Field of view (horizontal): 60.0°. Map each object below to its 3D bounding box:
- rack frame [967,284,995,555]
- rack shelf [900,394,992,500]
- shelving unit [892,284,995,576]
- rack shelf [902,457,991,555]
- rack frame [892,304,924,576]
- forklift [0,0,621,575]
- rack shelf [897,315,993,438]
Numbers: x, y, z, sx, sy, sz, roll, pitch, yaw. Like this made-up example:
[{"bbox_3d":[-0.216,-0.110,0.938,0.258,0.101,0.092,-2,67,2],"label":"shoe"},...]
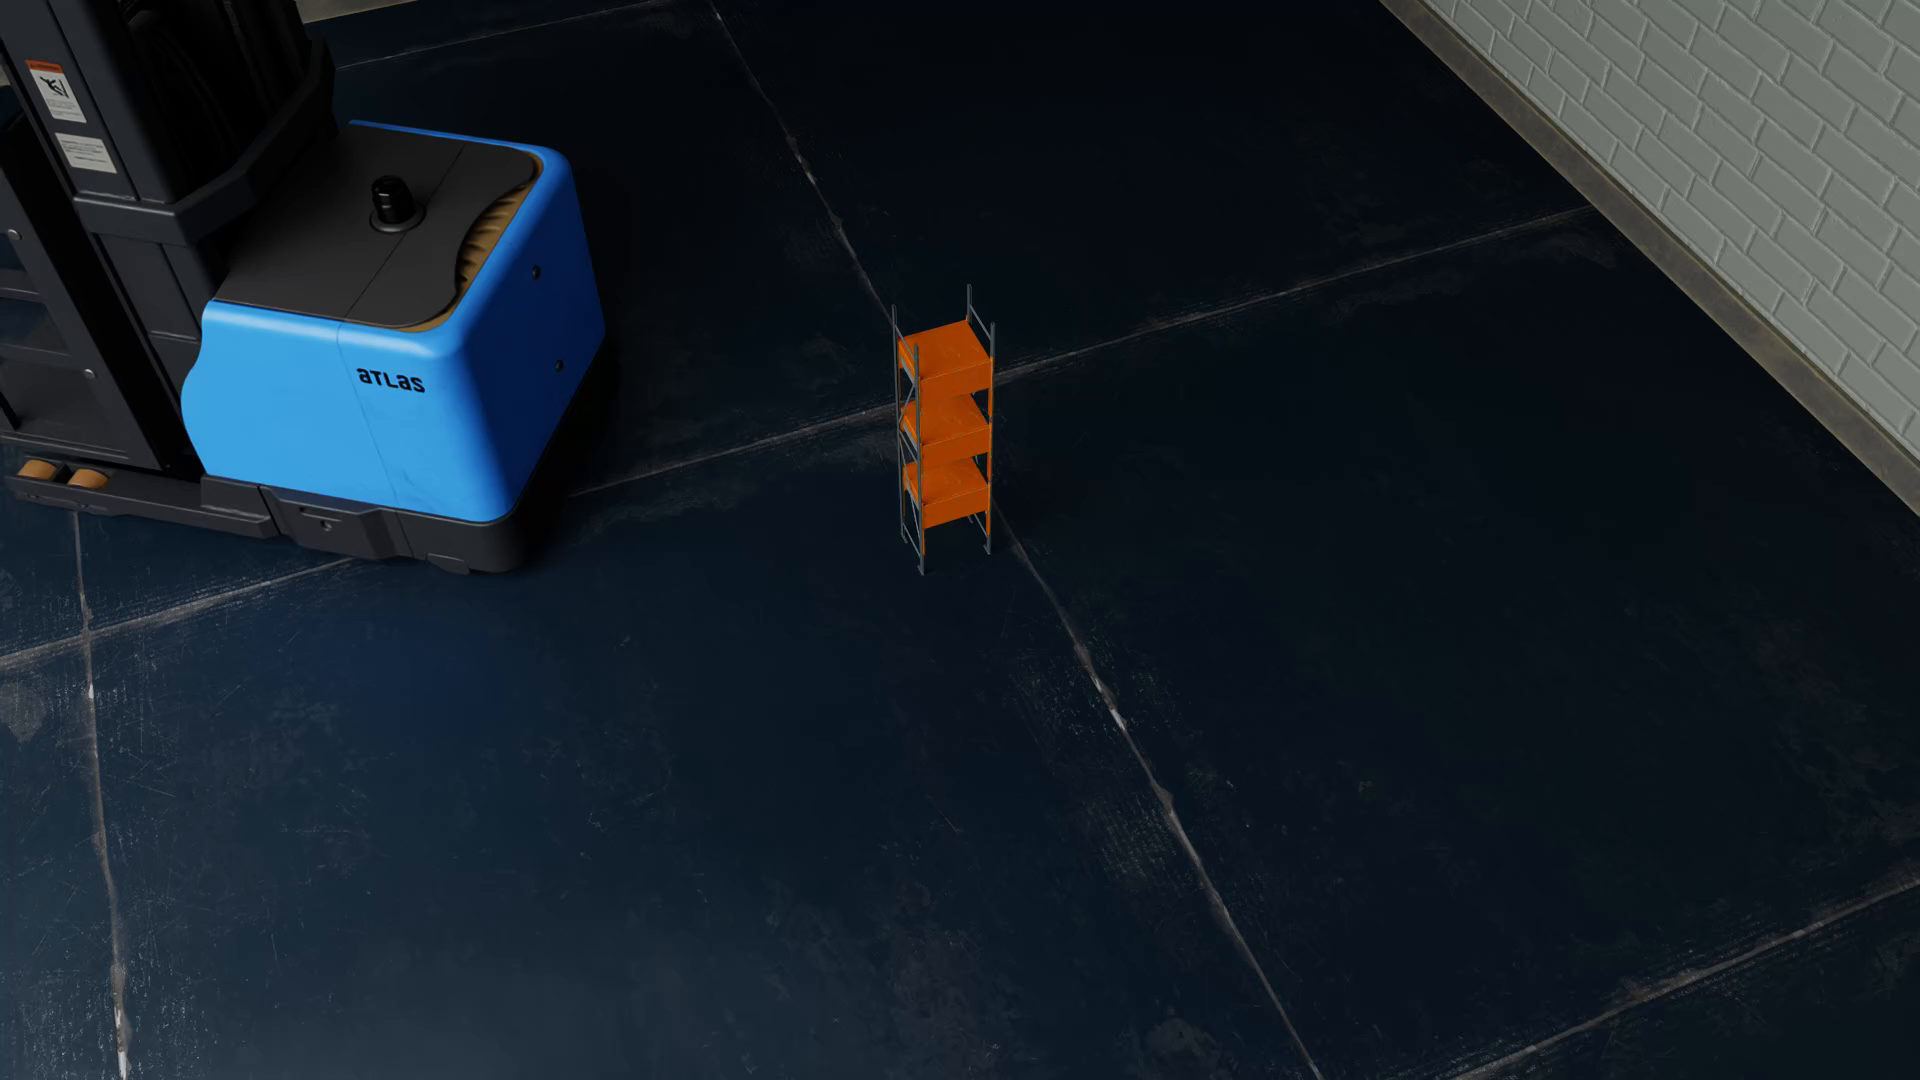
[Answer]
[{"bbox_3d":[0.063,-0.362,5.369,0.008,1.050,0.200,-17,52,-14],"label":"rack frame"},{"bbox_3d":[-0.050,-0.320,5.347,0.240,0.259,0.215,-17,52,-14],"label":"rack shelf"},{"bbox_3d":[-0.050,-0.327,5.339,0.252,1.050,0.215,-17,52,-14],"label":"shelving unit"},{"bbox_3d":[-0.050,-0.139,5.557,0.240,0.259,0.215,-17,52,-14],"label":"rack shelf"},{"bbox_3d":[-0.162,-0.292,5.308,0.008,1.050,0.200,-17,52,-14],"label":"rack frame"},{"bbox_3d":[-2.830,-1.425,5.042,3.031,2.935,1.130,10,50,8],"label":"forklift"},{"bbox_3d":[-0.050,-0.505,5.131,0.240,0.259,0.215,-17,52,-14],"label":"rack shelf"}]
